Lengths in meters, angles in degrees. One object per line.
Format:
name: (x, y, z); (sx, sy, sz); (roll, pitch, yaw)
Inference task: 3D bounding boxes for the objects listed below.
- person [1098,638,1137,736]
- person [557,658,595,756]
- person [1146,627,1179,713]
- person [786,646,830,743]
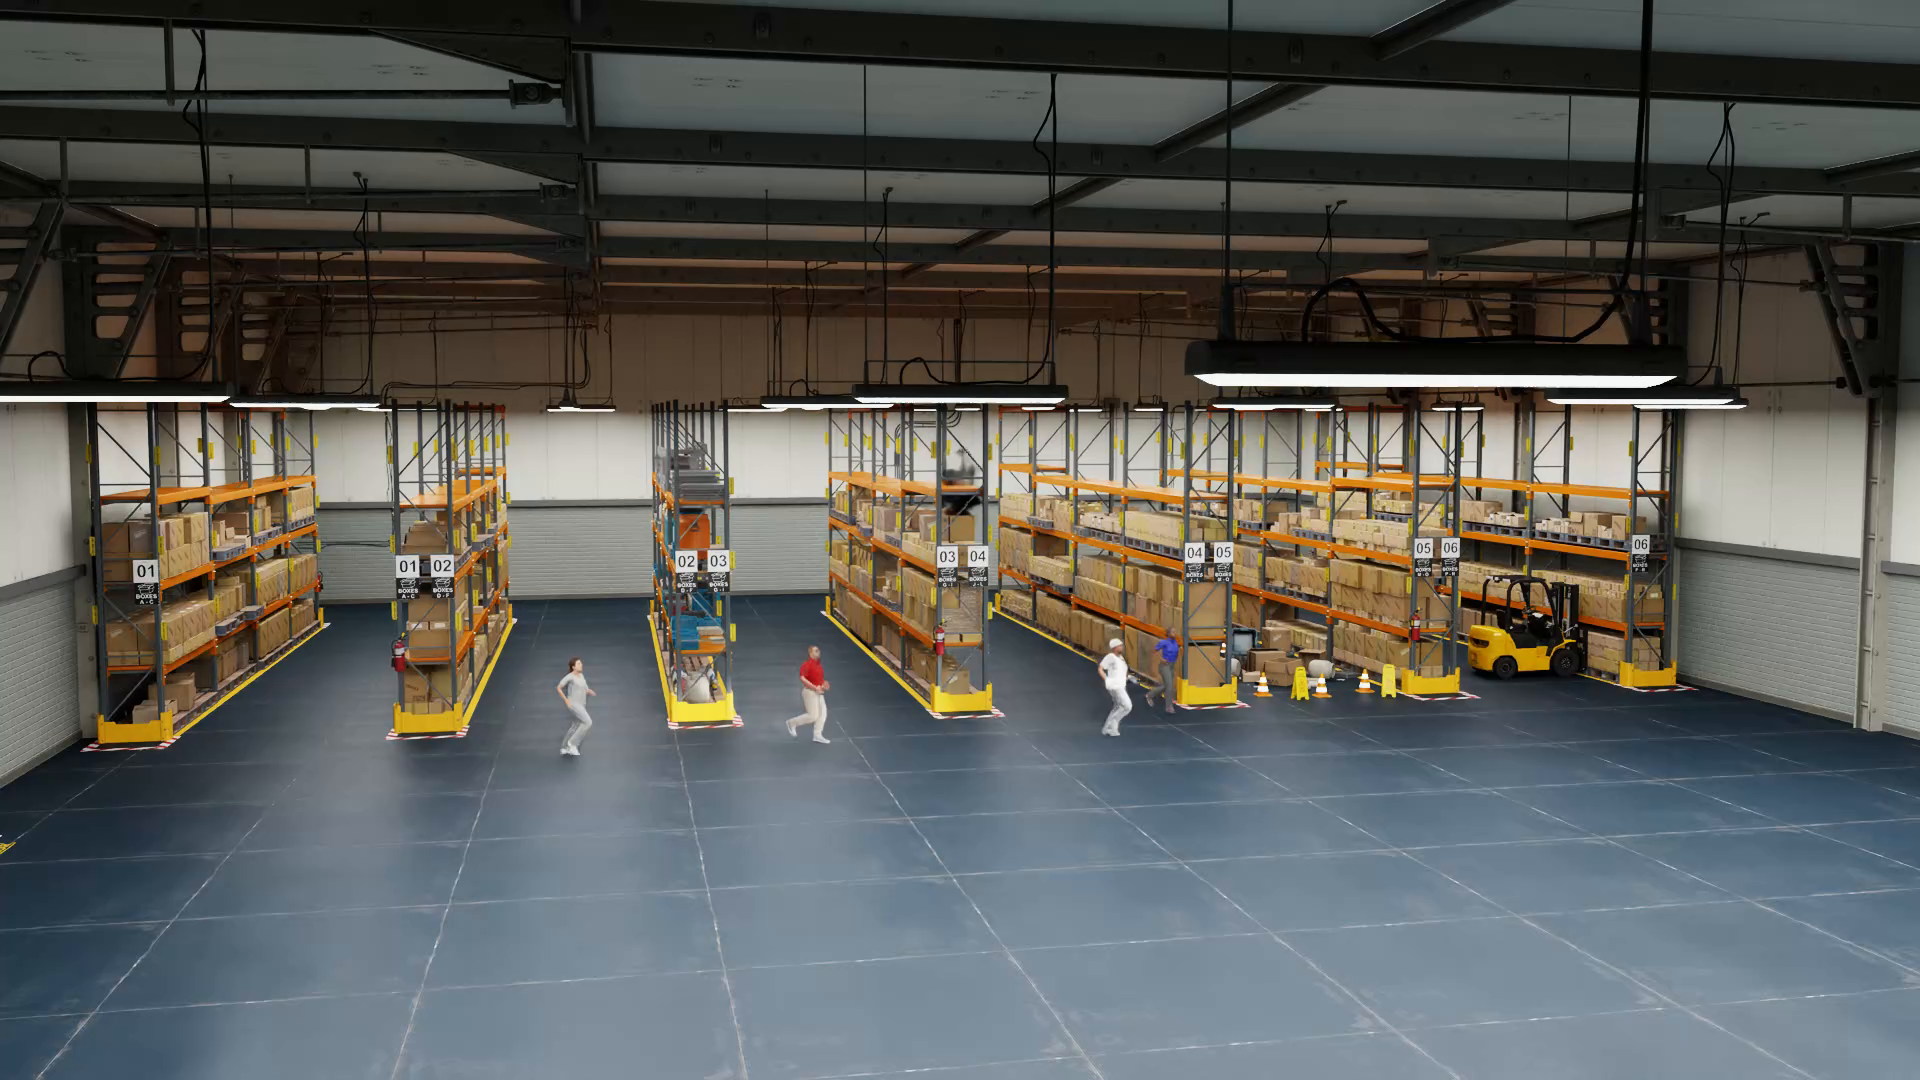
person: (2.813, 2.619, 29.523); (0.619, 1.735, 0.696); (2, 5, 24)
person: (-6.407, 2.785, 27.858); (0.639, 1.642, 0.541); (1, 4, 15)
person: (4.013, 2.508, 32.247); (0.613, 1.660, 0.789); (-4, 6, -43)
person: (-2.624, 2.696, 29.107); (0.749, 1.717, 0.666); (1, 5, 18)
